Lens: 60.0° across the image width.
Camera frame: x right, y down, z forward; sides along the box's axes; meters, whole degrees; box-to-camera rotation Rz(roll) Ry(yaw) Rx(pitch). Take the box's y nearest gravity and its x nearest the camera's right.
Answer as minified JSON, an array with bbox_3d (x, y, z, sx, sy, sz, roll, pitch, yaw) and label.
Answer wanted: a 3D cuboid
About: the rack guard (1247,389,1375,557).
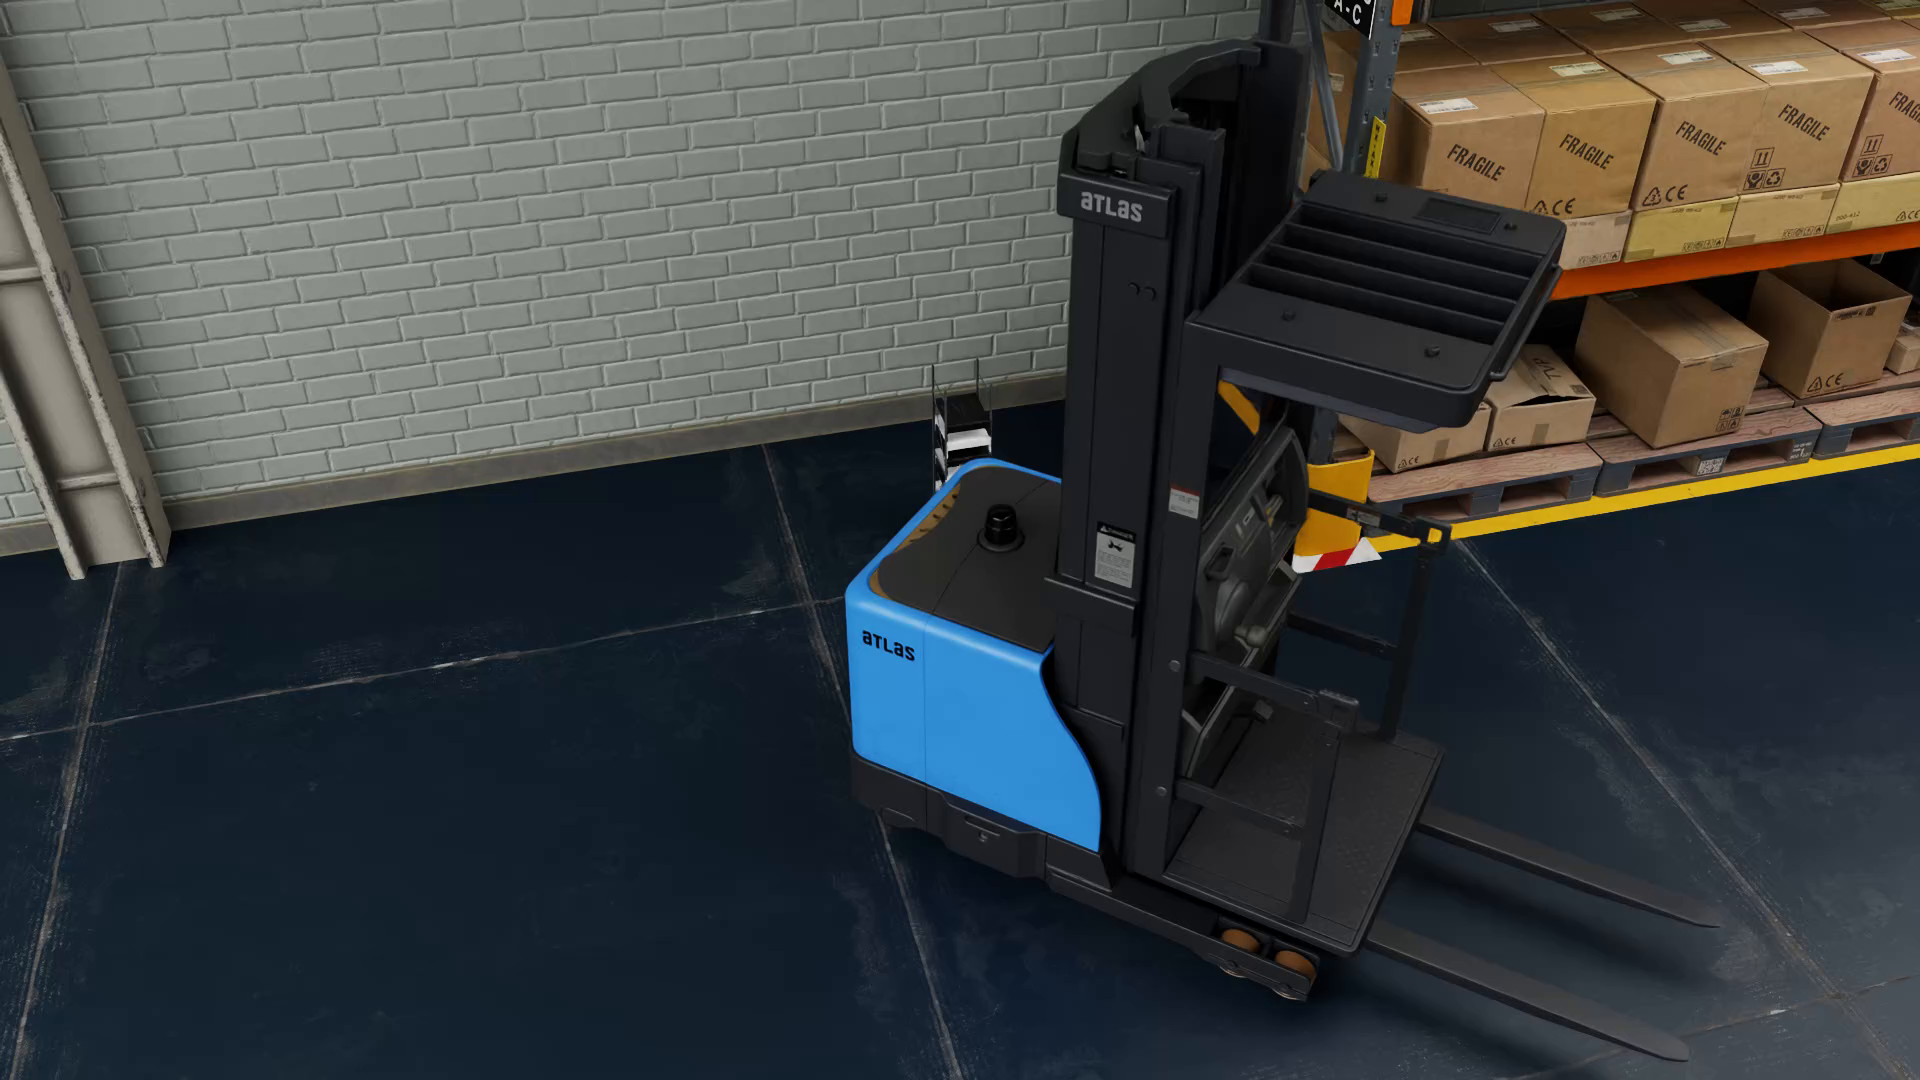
[{"bbox_3d":[1.552,-0.483,7.970,0.348,0.500,1.175,-9,38,-12],"label":"rack guard"}]

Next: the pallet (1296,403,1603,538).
[{"bbox_3d":[2.345,-0.477,8.199,1.213,0.211,1.003,-9,38,-12],"label":"pallet"}]

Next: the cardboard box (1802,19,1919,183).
[{"bbox_3d":[3.995,-1.932,7.296,0.500,0.500,0.500,-10,39,-13],"label":"cardboard box"}]

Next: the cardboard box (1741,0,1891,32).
[{"bbox_3d":[3.849,-2.237,7.695,0.500,0.500,0.500,-8,38,-11],"label":"cardboard box"}]

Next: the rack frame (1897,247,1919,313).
[{"bbox_3d":[5.340,-2.098,8.023,0.127,3.000,1.000,-9,38,-12],"label":"rack frame"}]

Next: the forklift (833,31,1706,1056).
[{"bbox_3d":[1.081,0.021,5.310,3.031,2.935,1.130,18,41,22],"label":"forklift"}]

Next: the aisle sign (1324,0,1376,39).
[{"bbox_3d":[1.487,-2.309,6.160,0.004,0.787,0.394,-9,38,-12],"label":"aisle sign"}]

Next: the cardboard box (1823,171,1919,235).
[{"bbox_3d":[3.997,-1.631,7.520,0.500,0.250,0.500,-10,38,-12],"label":"cardboard box"}]

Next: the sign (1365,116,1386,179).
[{"bbox_3d":[1.620,-1.490,6.516,0.005,0.325,0.100,-9,38,-12],"label":"sign"}]

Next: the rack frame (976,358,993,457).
[{"bbox_3d":[0.106,-0.375,7.499,0.006,0.900,0.240,-9,38,-12],"label":"rack frame"}]

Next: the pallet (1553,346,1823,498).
[{"bbox_3d":[3.521,-0.668,8.449,1.213,0.211,1.003,-9,38,-12],"label":"pallet"}]

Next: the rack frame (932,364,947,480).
[{"bbox_3d":[-0.090,-0.343,7.457,0.006,0.900,0.240,-9,38,-12],"label":"rack frame"}]

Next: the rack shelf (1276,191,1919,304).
[{"bbox_3d":[3.409,-1.495,7.828,4.000,0.370,1.077,-9,38,-12],"label":"rack shelf"}]

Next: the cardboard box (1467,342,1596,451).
[{"bbox_3d":[2.720,-0.718,8.071,0.500,0.311,0.500,-6,38,-8],"label":"cardboard box"}]

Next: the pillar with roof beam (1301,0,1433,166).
[{"bbox_3d":[3.051,-1.940,2.880,0.400,9.000,9.100,-9,38,-12],"label":"pillar with roof beam"}]

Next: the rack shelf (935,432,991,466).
[{"bbox_3d":[0.008,-0.404,7.444,0.200,0.077,0.258,-9,38,-12],"label":"rack shelf"}]

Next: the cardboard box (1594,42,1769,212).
[{"bbox_3d":[2.998,-1.760,7.072,0.500,0.500,0.500,-11,39,-13],"label":"cardboard box"}]

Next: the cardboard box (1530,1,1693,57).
[{"bbox_3d":[2.865,-2.068,7.474,0.500,0.500,0.500,-10,39,-13],"label":"cardboard box"}]

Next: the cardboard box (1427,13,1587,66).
[{"bbox_3d":[2.367,-1.984,7.364,0.500,0.500,0.500,-9,38,-11],"label":"cardboard box"}]

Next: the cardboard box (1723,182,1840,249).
[{"bbox_3d":[3.512,-1.550,7.415,0.500,0.250,0.500,-9,38,-12],"label":"cardboard box"}]

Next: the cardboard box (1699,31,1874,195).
[{"bbox_3d":[3.493,-1.849,7.188,0.500,0.500,0.500,-8,38,-11],"label":"cardboard box"}]

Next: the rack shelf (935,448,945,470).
[{"bbox_3d":[0.008,-0.332,7.499,0.200,0.077,0.258,-9,38,-12],"label":"rack shelf"}]

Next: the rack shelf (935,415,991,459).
[{"bbox_3d":[0.008,-0.475,7.389,0.200,0.077,0.258,-9,38,-12],"label":"rack shelf"}]

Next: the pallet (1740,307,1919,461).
[{"bbox_3d":[4.701,-0.863,8.705,1.213,0.211,1.003,-9,38,-12],"label":"pallet"}]

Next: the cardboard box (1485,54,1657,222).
[{"bbox_3d":[2.498,-1.682,6.970,0.500,0.500,0.500,-9,38,-12],"label":"cardboard box"}]

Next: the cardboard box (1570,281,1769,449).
[{"bbox_3d":[3.442,-0.880,8.127,0.500,0.500,0.700,-12,39,-15],"label":"cardboard box"}]

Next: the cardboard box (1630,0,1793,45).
[{"bbox_3d":[3.351,-2.148,7.579,0.500,0.500,0.500,-9,38,-11],"label":"cardboard box"}]

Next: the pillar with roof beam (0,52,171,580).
[{"bbox_3d":[-2.741,-0.990,1.637,0.400,9.000,9.100,-9,38,-12],"label":"pillar with roof beam"}]

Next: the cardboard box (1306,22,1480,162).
[{"bbox_3d":[1.878,-1.910,7.267,0.500,0.500,0.500,-10,38,-12],"label":"cardboard box"}]

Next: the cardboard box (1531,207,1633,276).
[{"bbox_3d":[2.530,-1.394,7.211,0.500,0.250,0.500,-10,39,-13],"label":"cardboard box"}]

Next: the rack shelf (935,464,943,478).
[{"bbox_3d":[0.008,-0.261,7.553,0.200,0.077,0.258,-9,38,-12],"label":"rack shelf"}]

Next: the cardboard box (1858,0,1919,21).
[{"bbox_3d":[4.332,-2.312,7.794,0.500,0.500,0.500,-10,38,-12],"label":"cardboard box"}]

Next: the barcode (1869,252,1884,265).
[{"bbox_3d":[4.756,-1.462,8.624,0.075,0.075,0.001,-9,38,-12],"label":"barcode"}]

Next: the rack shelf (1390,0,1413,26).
[{"bbox_3d":[3.409,-2.687,6.917,4.000,0.370,1.077,-9,38,-12],"label":"rack shelf"}]

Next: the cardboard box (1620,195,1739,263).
[{"bbox_3d":[3.023,-1.471,7.312,0.500,0.250,0.500,-10,39,-13],"label":"cardboard box"}]

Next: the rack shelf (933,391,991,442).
[{"bbox_3d":[0.008,-0.547,7.334,0.200,0.077,0.258,-9,38,-12],"label":"rack shelf"}]

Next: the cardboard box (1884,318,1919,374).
[{"bbox_3d":[4.832,-1.045,8.617,0.250,0.166,0.380,-14,40,-18],"label":"cardboard box"}]

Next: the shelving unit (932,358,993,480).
[{"bbox_3d":[0.008,-0.359,7.478,0.210,0.900,0.258,-9,38,-12],"label":"shelving unit"}]

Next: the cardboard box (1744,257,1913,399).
[{"bbox_3d":[4.349,-1.092,8.404,0.500,0.500,0.500,-12,39,-15],"label":"cardboard box"}]

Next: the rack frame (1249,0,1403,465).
[{"bbox_3d":[1.479,-1.464,7.195,0.127,3.000,1.000,-9,38,-12],"label":"rack frame"}]

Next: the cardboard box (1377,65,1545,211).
[{"bbox_3d":[2.018,-1.610,6.875,0.500,0.500,0.500,-9,38,-12],"label":"cardboard box"}]

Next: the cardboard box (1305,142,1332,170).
[{"bbox_3d":[1.879,-1.600,7.480,0.500,0.250,0.500,-9,38,-11],"label":"cardboard box"}]

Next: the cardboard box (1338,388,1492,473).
[{"bbox_3d":[2.170,-0.628,7.953,0.500,0.311,0.500,-14,39,-17],"label":"cardboard box"}]

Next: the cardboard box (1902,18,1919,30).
[{"bbox_3d":[4.484,-2.005,7.392,0.500,0.500,0.500,-10,38,-12],"label":"cardboard box"}]
